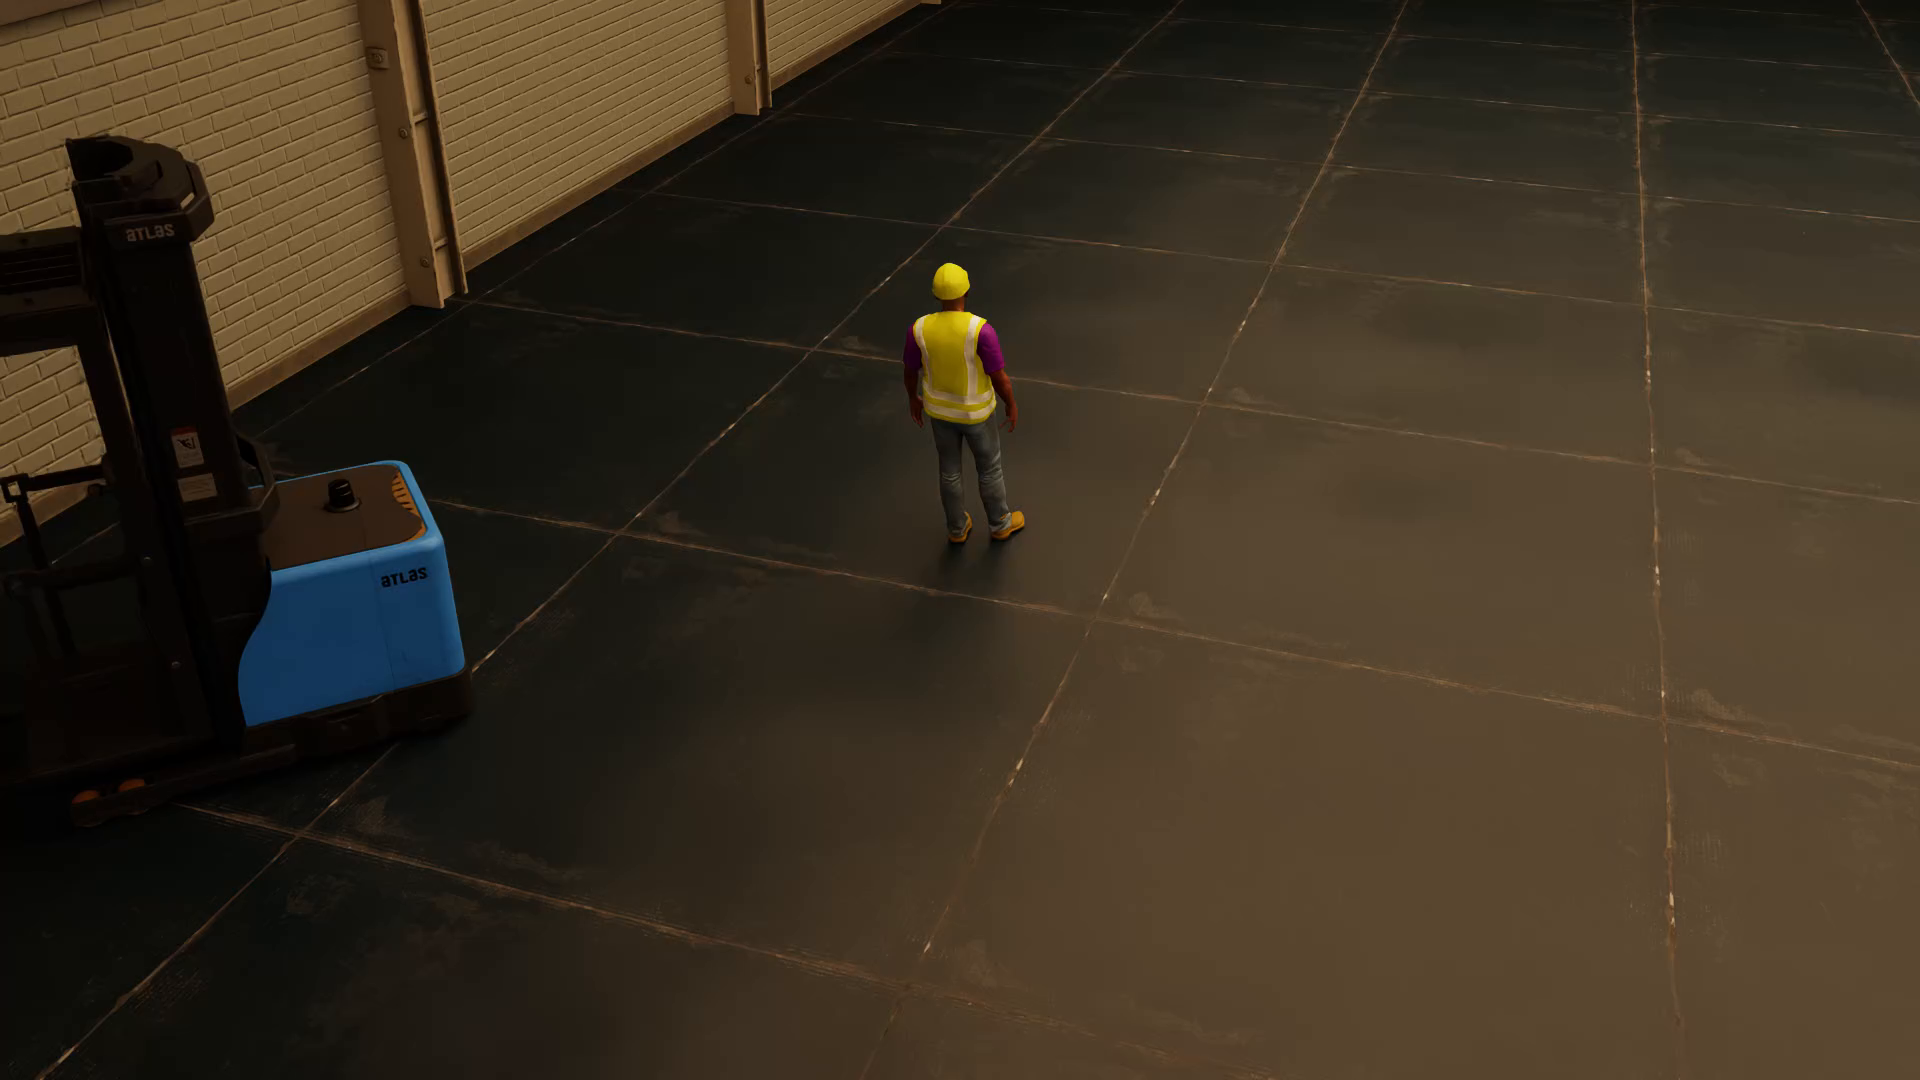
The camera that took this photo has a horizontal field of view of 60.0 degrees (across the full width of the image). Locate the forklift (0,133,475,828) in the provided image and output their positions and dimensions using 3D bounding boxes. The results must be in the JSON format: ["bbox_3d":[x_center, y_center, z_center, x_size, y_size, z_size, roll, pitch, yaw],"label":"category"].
[{"bbox_3d":[-4.025,-0.236,7.550,3.031,2.935,1.130,-14,33,-23],"label":"forklift"}]

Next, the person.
[{"bbox_3d":[0.028,-0.805,9.710,0.665,1.765,0.577,10,31,16],"label":"person"}]
